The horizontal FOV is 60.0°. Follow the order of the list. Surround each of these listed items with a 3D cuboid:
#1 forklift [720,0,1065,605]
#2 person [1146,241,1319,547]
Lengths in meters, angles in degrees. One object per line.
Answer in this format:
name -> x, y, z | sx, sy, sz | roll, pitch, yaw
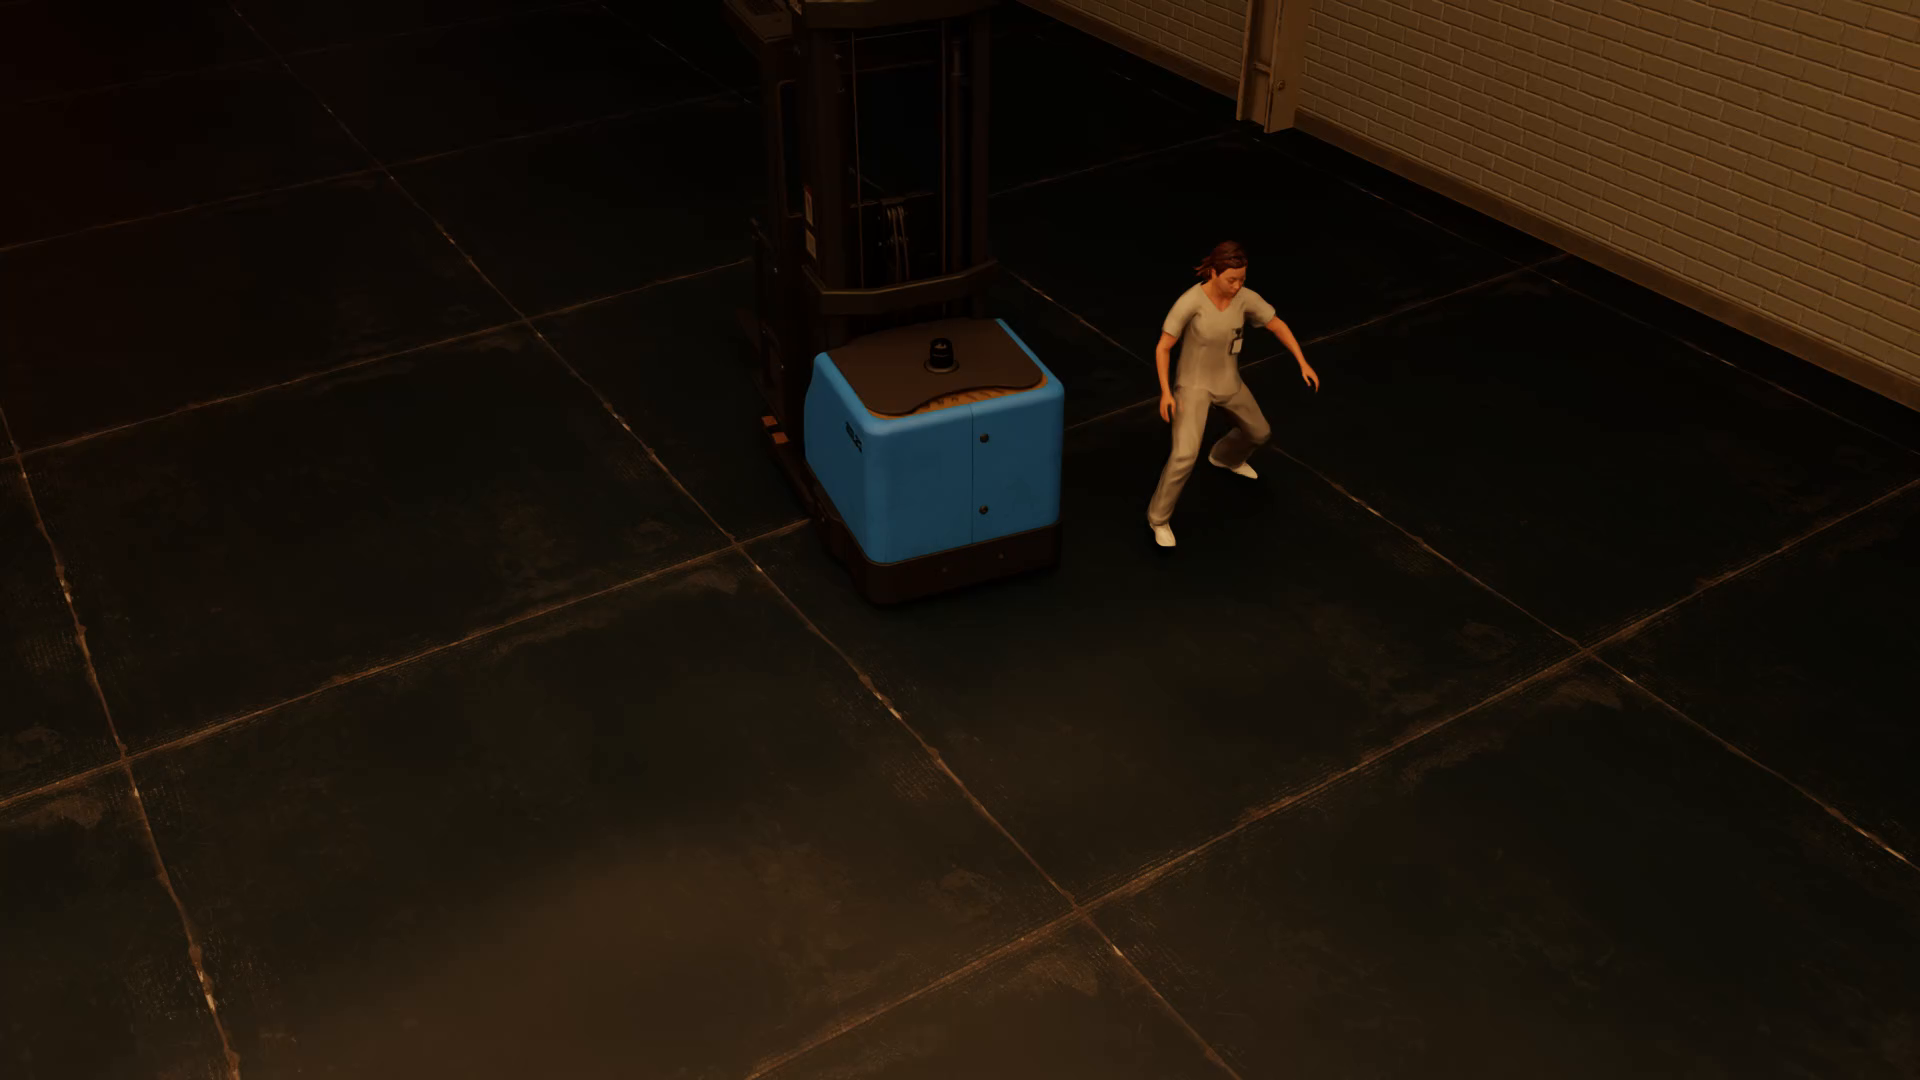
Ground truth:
forklift -> -0.515, -1.724, 8.601 | 1.130, 2.935, 3.031 | -13, 37, -18
person -> 1.335, -0.796, 8.554 | 0.906, 1.533, 0.806 | -11, 37, -15
